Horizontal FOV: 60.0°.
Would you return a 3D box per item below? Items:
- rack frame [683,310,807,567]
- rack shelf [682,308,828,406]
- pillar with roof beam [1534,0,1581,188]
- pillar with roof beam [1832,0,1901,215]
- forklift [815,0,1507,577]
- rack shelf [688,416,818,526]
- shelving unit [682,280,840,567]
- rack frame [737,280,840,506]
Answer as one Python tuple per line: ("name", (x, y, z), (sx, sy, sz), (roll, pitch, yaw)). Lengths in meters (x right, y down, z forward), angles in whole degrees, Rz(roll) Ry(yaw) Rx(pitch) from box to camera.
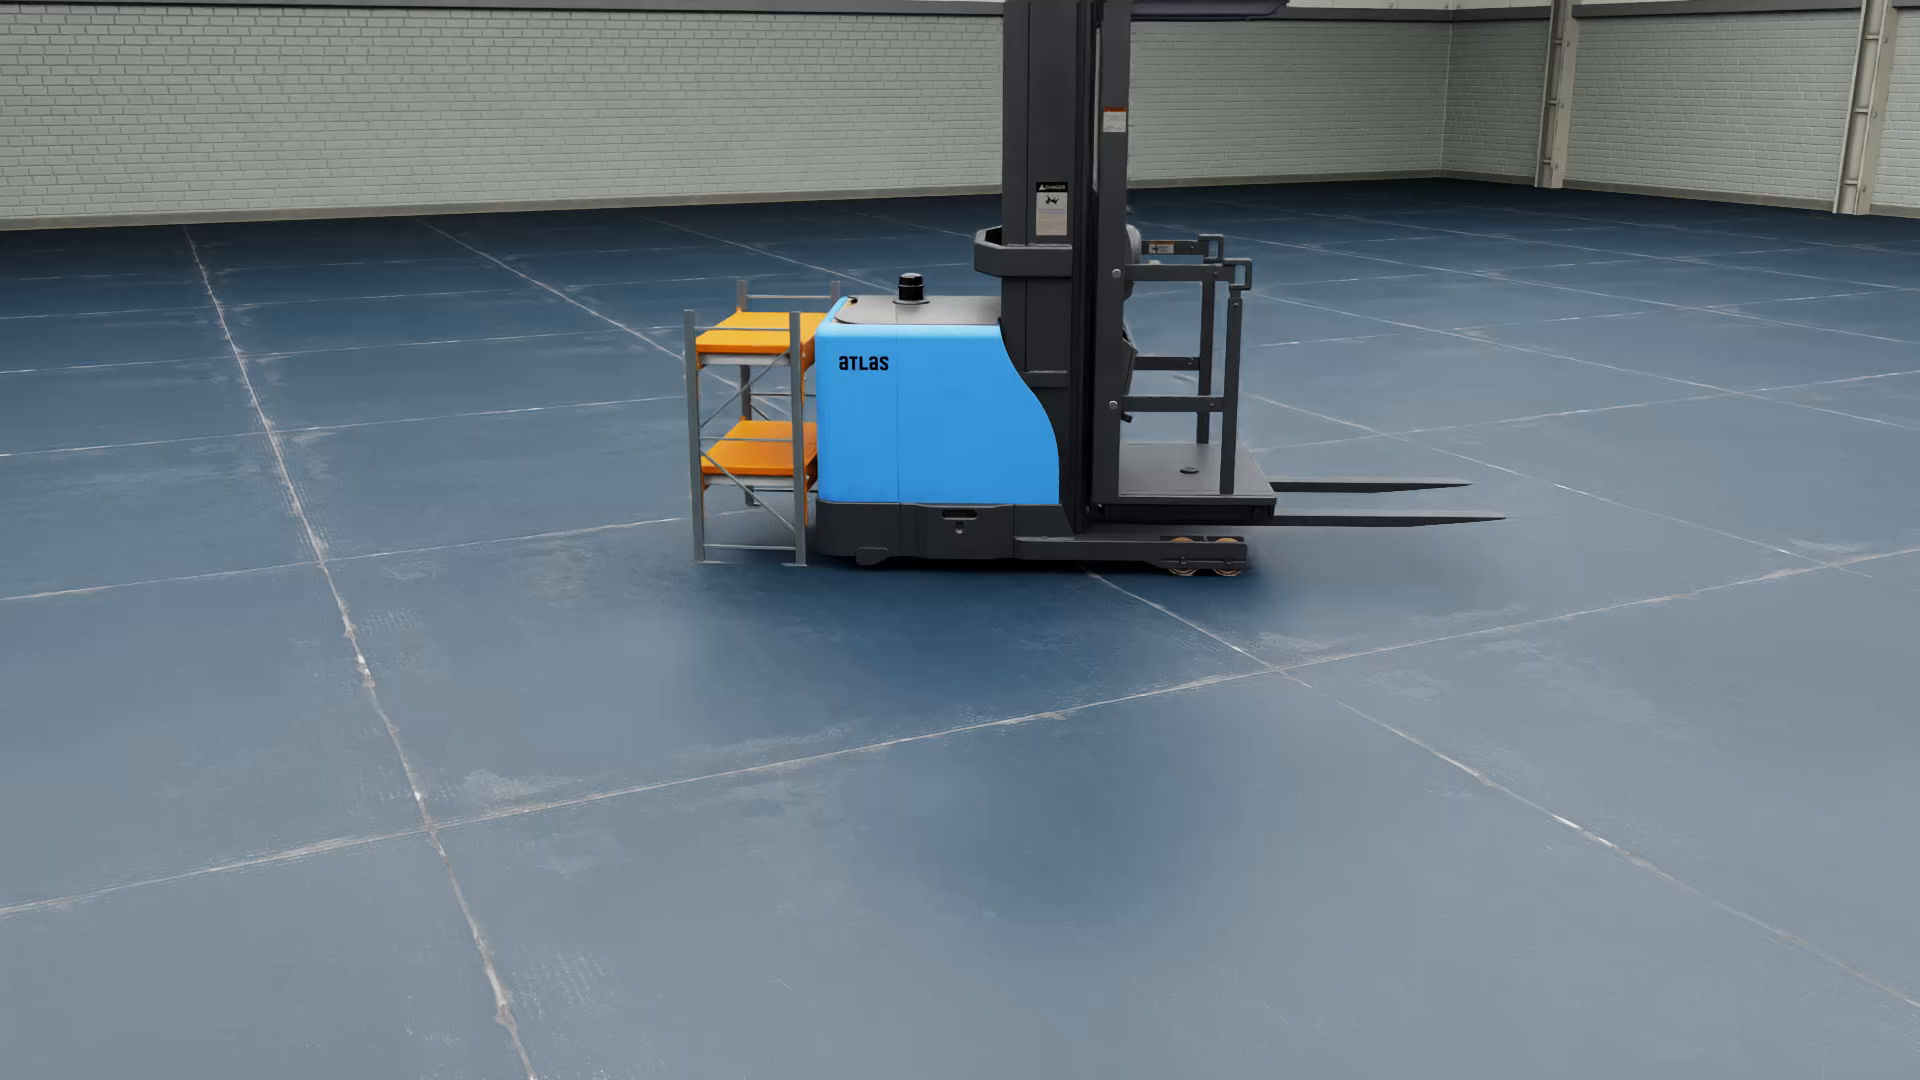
("rack frame", (-0.928, -0.433, 7.220), (0.500, 1.125, 0.032), (2, 16, 5))
("rack shelf", (-0.879, -0.854, 7.626), (0.538, 0.278, 1.000), (2, 16, 5))
("pillar with roof beam", (6.653, -10.111, 26.669), (9.100, 9.000, 0.400), (-8, 18, -25))
("pillar with roof beam", (9.281, -8.623, 21.484), (9.100, 9.000, 0.400), (-8, 18, -25))
("forklift", (0.897, -1.400, 7.315), (3.031, 2.935, 1.130), (1, 16, 2))
("rack shelf", (-0.879, -0.338, 7.774), (0.538, 0.278, 1.000), (2, 16, 5))
("shelving unit", (-0.879, -0.573, 7.707), (0.538, 1.125, 1.048), (2, 16, 5))
("rack frame", (-0.829, -0.712, 8.193), (0.500, 1.125, 0.032), (2, 16, 5))
